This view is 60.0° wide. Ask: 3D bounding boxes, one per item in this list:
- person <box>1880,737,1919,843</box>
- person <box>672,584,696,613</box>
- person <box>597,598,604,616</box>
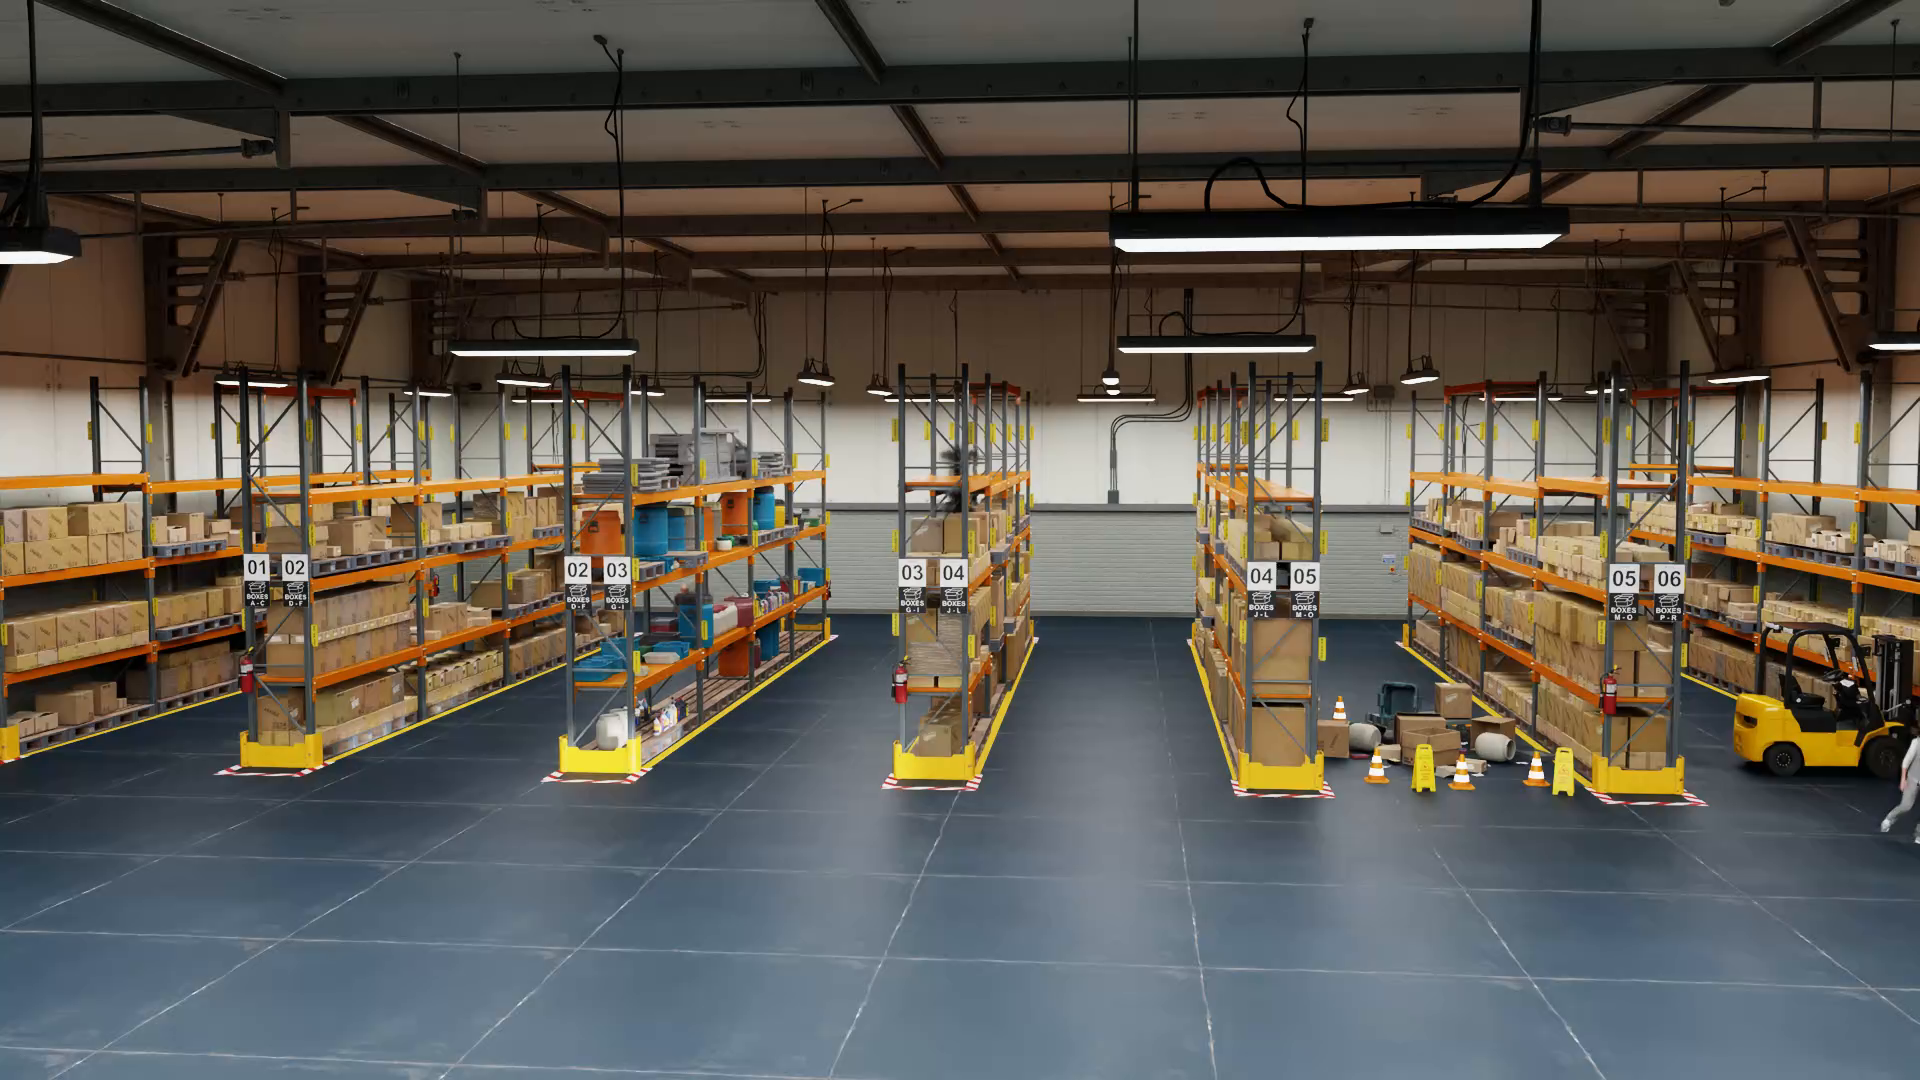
[{"bbox_3d":[11.672,2.928,20.294,0.633,1.533,0.611,0,4,7],"label":"person"},{"bbox_3d":[-6.102,1.783,37.493,0.723,1.626,0.963,0,4,8],"label":"person"},{"bbox_3d":[-8.975,1.444,42.590,0.895,1.701,0.515,2,4,33],"label":"person"}]
